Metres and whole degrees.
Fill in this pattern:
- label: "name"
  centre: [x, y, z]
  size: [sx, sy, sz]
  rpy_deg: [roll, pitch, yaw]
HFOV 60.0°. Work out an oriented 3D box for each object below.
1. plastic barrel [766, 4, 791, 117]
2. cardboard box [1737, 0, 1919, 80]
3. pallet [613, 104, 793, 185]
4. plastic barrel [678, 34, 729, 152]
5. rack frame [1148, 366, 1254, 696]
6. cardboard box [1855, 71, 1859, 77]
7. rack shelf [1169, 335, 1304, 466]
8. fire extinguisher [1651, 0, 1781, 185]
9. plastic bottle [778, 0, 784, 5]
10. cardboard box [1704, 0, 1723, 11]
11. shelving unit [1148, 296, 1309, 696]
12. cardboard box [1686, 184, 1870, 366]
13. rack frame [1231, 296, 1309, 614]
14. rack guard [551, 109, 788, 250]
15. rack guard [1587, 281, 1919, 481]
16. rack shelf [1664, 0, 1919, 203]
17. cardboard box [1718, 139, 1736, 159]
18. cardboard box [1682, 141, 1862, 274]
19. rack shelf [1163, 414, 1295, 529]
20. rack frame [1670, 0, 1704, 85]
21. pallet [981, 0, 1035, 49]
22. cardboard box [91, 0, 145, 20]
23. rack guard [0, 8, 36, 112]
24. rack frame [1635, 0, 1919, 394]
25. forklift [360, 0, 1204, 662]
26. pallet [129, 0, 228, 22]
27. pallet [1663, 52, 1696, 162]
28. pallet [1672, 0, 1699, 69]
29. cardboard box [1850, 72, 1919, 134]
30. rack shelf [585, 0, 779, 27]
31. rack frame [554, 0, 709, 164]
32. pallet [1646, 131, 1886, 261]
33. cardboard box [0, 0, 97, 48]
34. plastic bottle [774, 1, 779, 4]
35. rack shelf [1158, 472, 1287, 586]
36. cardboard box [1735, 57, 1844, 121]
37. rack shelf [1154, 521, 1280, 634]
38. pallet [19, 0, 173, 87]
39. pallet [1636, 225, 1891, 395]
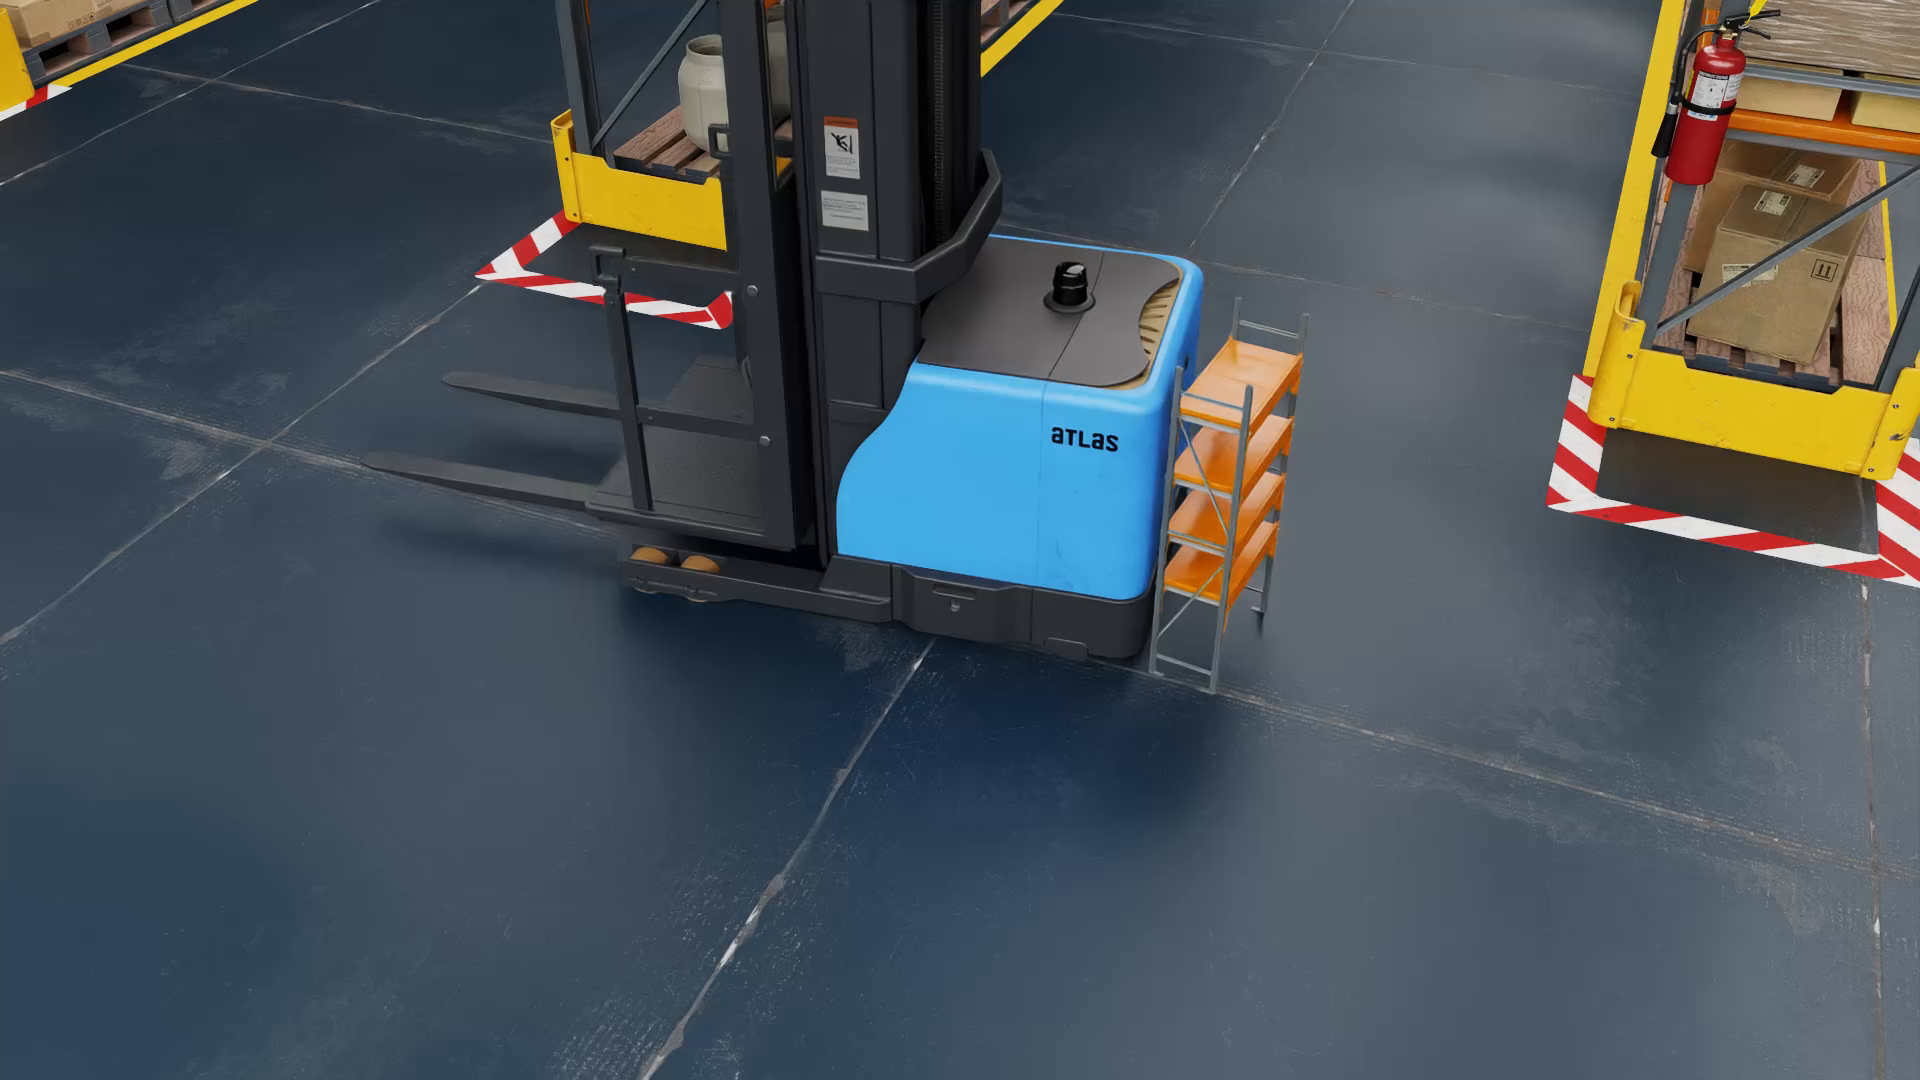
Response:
- label: "plastic barrel"
  centre: [-1.036, -2.569, 8.909]
  size: [0.421, 0.512, 0.421]
  rpy_deg: [0, 37, 0]
- label: "cardboard box"
  centre: [3.409, -2.068, 6.179]
  size: [0.875, 0.500, 0.500]
  rpy_deg: [14, 39, 18]
- label: "pallet"
  centre: [-1.107, -2.123, 8.914]
  size: [1.003, 0.211, 1.213]
  rpy_deg: [14, 39, 18]
- label: "plastic barrel"
  centre: [-1.226, -2.292, 8.538]
  size: [0.421, 0.512, 0.421]
  rpy_deg: [0, 37, 0]
- label: "rack frame"
  centre: [0.748, 0.002, 5.246]
  size: [0.240, 1.200, 0.015]
  rpy_deg: [18, 40, 22]
- label: "cardboard box"
  centre: [3.616, -1.747, 6.292]
  size: [0.380, 0.149, 0.250]
  rpy_deg: [14, 39, 18]
- label: "rack shelf"
  centre: [0.864, -0.442, 5.182]
  size: [0.258, 0.148, 0.480]
  rpy_deg: [18, 40, 22]
- label: "fire extinguisher"
  centre: [2.704, -1.621, 5.977]
  size: [0.296, 0.674, 0.183]
  rpy_deg: [14, 39, 18]
- label: "plastic bottle"
  centre: [-0.992, -3.074, 9.764]
  size: [0.152, 0.276, 0.135]
  rpy_deg: [14, 39, 18]
- label: "cardboard box"
  centre: [3.488, -2.372, 6.586]
  size: [0.875, 0.500, 0.500]
  rpy_deg: [14, 39, 18]
- label: "shelving unit"
  centre: [0.864, -0.127, 5.417]
  size: [0.258, 1.200, 0.503]
  rpy_deg: [18, 40, 22]
- label: "cardboard box"
  centre: [3.427, -1.119, 6.979]
  size: [0.500, 0.500, 0.500]
  rpy_deg: [21, 42, 26]
- label: "rack frame"
  centre: [0.980, -0.255, 5.589]
  size: [0.240, 1.200, 0.015]
  rpy_deg: [18, 40, 22]
- label: "rack guard"
  centre: [-1.421, -1.790, 8.227]
  size: [1.175, 0.500, 0.348]
  rpy_deg: [14, 39, 18]
- label: "rack guard"
  centre: [3.203, -0.651, 6.703]
  size: [1.175, 0.500, 0.348]
  rpy_deg: [14, 39, 18]
- label: "rack shelf"
  centre: [3.935, -2.429, 7.595]
  size: [1.077, 0.370, 4.000]
  rpy_deg: [14, 39, 18]
- label: "cardboard box"
  centre: [3.879, -1.800, 7.890]
  size: [0.500, 0.500, 0.500]
  rpy_deg: [18, 40, 22]
- label: "cardboard box"
  centre: [3.623, -1.458, 7.432]
  size: [0.500, 0.500, 0.500]
  rpy_deg: [25, 43, 29]
- label: "rack shelf"
  centre: [0.864, -0.252, 5.324]
  size: [0.258, 0.148, 0.480]
  rpy_deg: [18, 40, 22]
- label: "rack frame"
  centre: [4.696, -3.825, 8.862]
  size: [1.000, 3.000, 0.127]
  rpy_deg: [14, 39, 18]
- label: "pallet"
  centre: [-0.178, -3.474, 10.721]
  size: [1.003, 0.211, 1.213]
  rpy_deg: [14, 39, 18]
- label: "cardboard box"
  centre: [-5.389, -3.460, 10.319]
  size: [0.500, 0.250, 0.500]
  rpy_deg: [14, 39, 18]
- label: "rack guard"
  centre: [-5.995, -2.854, 9.651]
  size: [1.175, 0.500, 0.348]
  rpy_deg: [14, 39, 18]
- label: "rack frame"
  centre: [3.174, -1.610, 5.899]
  size: [1.000, 3.000, 0.127]
  rpy_deg: [14, 39, 18]
- label: "forklift"
  centre: [-0.719, -1.245, 5.467]
  size: [3.031, 2.935, 1.130]
  rpy_deg: [9, 38, 12]
- label: "pallet"
  centre: [-5.268, -3.858, 11.235]
  size: [1.003, 0.211, 1.213]
  rpy_deg: [14, 39, 18]
- label: "pallet"
  centre: [4.473, -2.328, 9.188]
  size: [1.003, 0.211, 1.213]
  rpy_deg: [14, 39, 18]
- label: "pallet"
  centre: [4.991, -3.139, 10.274]
  size: [1.003, 0.211, 1.213]
  rpy_deg: [14, 39, 18]
- label: "cardboard box"
  centre: [3.503, -1.613, 6.112]
  size: [0.380, 0.149, 0.250]
  rpy_deg: [14, 39, 18]
- label: "rack shelf"
  centre: [-0.645, -3.557, 9.105]
  size: [1.077, 0.370, 4.000]
  rpy_deg: [14, 39, 18]
- label: "rack frame"
  centre: [-1.406, -2.738, 7.408]
  size: [1.000, 3.000, 0.127]
  rpy_deg: [14, 39, 18]
- label: "pallet"
  centre: [4.011, -1.650, 8.281]
  size: [1.003, 0.211, 1.213]
  rpy_deg: [14, 39, 18]
- label: "cardboard box"
  centre: [-5.576, -3.182, 9.947]
  size: [0.500, 0.250, 0.500]
  rpy_deg: [14, 39, 18]
- label: "plastic bottle"
  centre: [-1.085, -3.012, 9.676]
  size: [0.061, 0.283, 0.133]
  rpy_deg: [15, 39, 19]
- label: "rack shelf"
  centre: [0.864, -0.073, 5.458]
  size: [0.258, 0.148, 0.480]
  rpy_deg: [18, 40, 22]
- label: "cardboard box"
  centre: [3.092, -1.714, 6.248]
  size: [0.380, 0.149, 0.250]
  rpy_deg: [14, 39, 18]
- label: "rack shelf"
  centre: [0.864, 0.086, 5.577]
  size: [0.258, 0.148, 0.480]
  rpy_deg: [18, 40, 22]
- label: "pallet"
  centre: [-5.733, -3.185, 10.334]
  size: [1.003, 0.211, 1.213]
  rpy_deg: [14, 39, 18]
- label: "pallet"
  centre: [3.545, -0.977, 7.381]
  size: [1.003, 0.211, 1.213]
  rpy_deg: [14, 39, 18]
